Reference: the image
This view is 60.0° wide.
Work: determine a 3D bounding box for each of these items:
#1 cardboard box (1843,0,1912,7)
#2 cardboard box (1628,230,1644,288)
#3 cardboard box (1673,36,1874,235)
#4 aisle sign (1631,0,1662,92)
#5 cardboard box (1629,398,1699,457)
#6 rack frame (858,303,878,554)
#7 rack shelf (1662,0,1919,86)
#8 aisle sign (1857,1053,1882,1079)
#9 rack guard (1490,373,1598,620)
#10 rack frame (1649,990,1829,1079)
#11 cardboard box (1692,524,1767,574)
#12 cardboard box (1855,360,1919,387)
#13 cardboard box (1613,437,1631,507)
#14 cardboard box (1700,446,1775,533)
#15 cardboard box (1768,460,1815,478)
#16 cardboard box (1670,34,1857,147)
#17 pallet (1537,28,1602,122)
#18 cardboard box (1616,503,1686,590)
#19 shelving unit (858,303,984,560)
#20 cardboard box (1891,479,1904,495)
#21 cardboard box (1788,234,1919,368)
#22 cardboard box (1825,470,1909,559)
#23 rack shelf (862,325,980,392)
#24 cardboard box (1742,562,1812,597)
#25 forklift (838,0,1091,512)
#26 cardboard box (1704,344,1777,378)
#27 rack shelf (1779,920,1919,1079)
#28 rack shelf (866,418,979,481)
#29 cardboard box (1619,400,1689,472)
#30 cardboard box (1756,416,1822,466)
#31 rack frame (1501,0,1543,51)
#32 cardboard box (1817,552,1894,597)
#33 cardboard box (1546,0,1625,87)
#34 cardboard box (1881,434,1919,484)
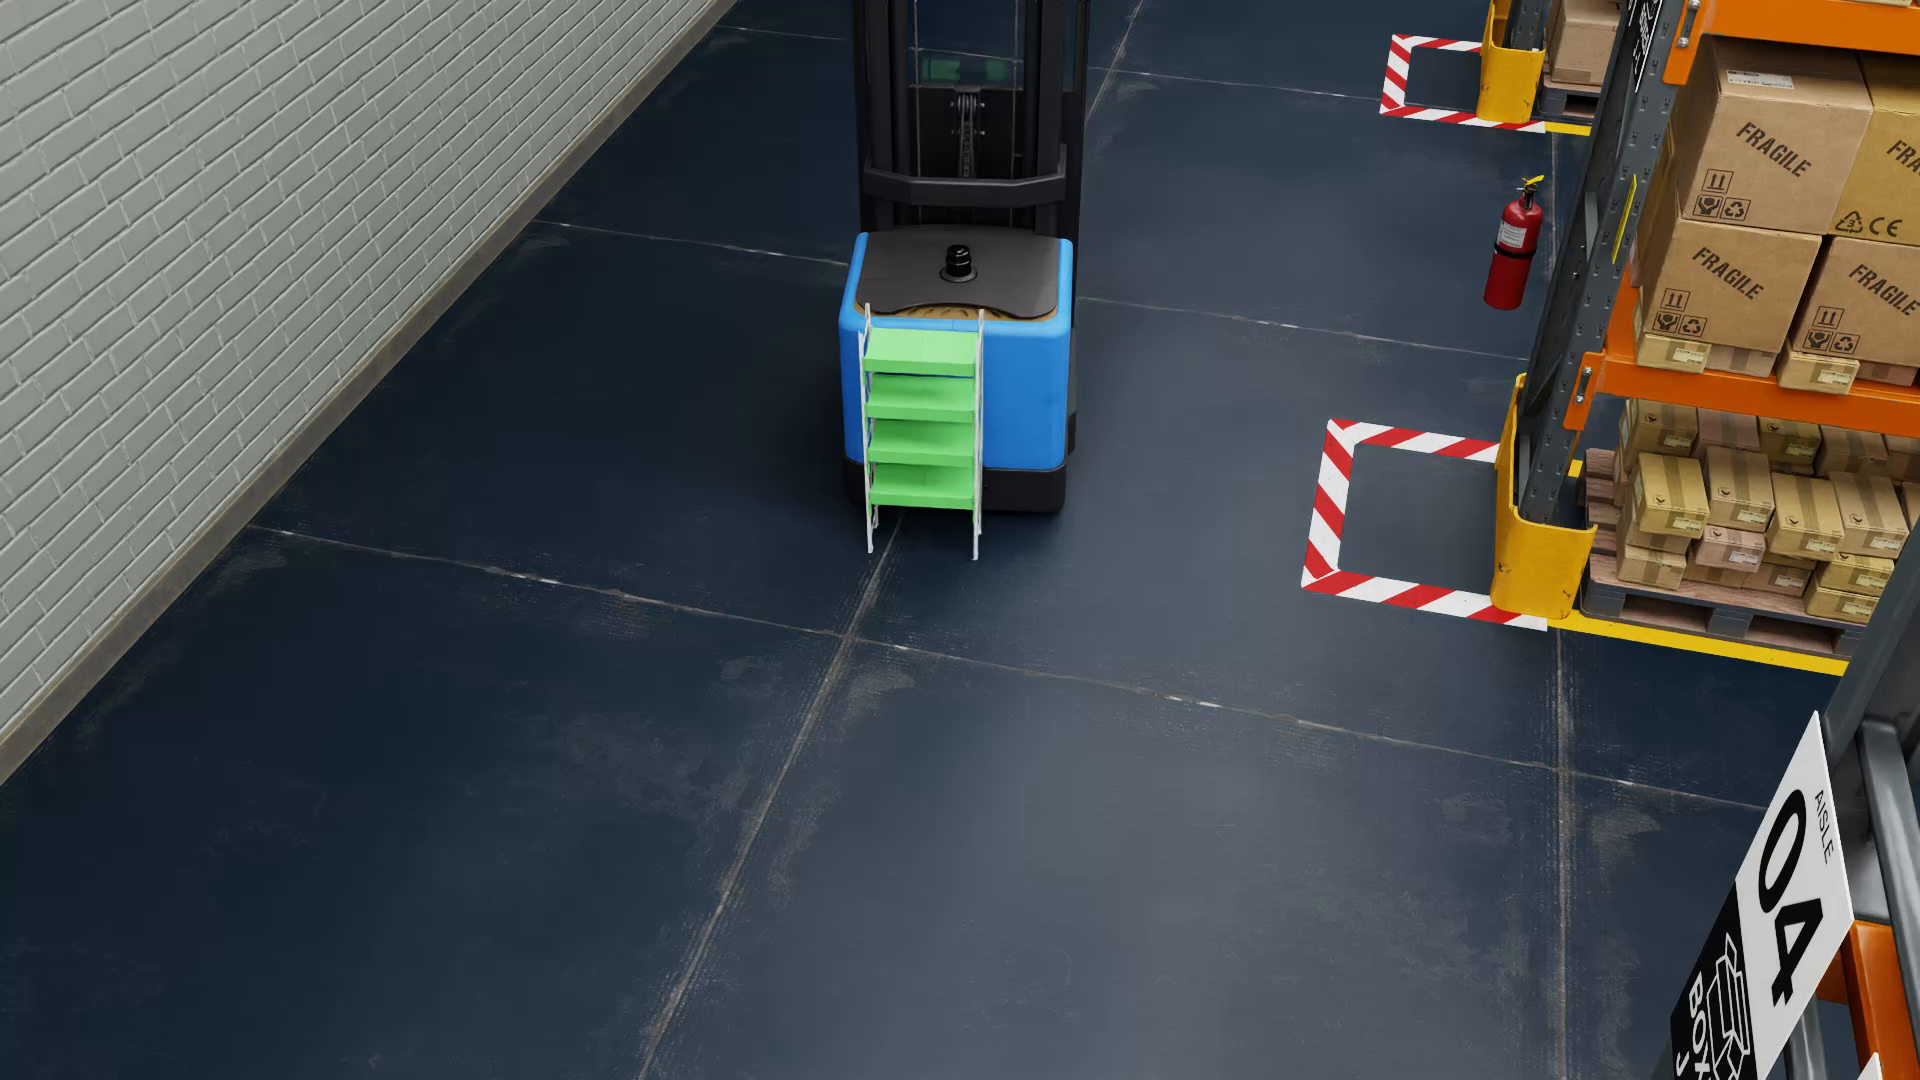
[{"bbox_3d":[2.965,-2.049,5.642,0.500,0.250,0.500,11,41,13],"label":"cardboard box"},{"bbox_3d":[2.986,-1.217,7.062,0.250,0.149,0.380,10,41,11],"label":"cardboard box"},{"bbox_3d":[2.963,-1.487,6.102,0.500,0.500,0.500,10,41,11],"label":"cardboard box"},{"bbox_3d":[2.450,-2.013,5.793,0.004,0.787,0.394,10,41,11],"label":"aisle sign"},{"bbox_3d":[3.175,-0.558,7.510,0.250,0.149,0.380,10,41,12],"label":"cardboard box"},{"bbox_3d":[-0.404,-0.472,7.379,0.015,1.200,0.240,3,40,4],"label":"rack frame"},{"bbox_3d":[4.530,-1.732,5.707,4.000,0.370,1.077,10,41,11],"label":"rack shelf"},{"bbox_3d":[1.071,1.052,2.144,0.004,0.787,0.394,10,41,11],"label":"aisle sign"},{"bbox_3d":[2.671,-0.222,7.625,0.348,0.500,1.175,10,41,11],"label":"rack guard"},{"bbox_3d":[1.218,1.873,3.188,0.127,3.000,1.000,10,41,11],"label":"rack frame"},{"bbox_3d":[3.287,-0.048,7.133,0.250,0.149,0.380,10,41,11],"label":"cardboard box"},{"bbox_3d":[3.614,-0.785,6.548,0.250,0.149,0.380,12,41,13],"label":"cardboard box"},{"bbox_3d":[3.160,-0.303,7.668,0.250,0.149,0.380,10,41,12],"label":"cardboard box"},{"bbox_3d":[3.313,-0.219,7.106,0.250,0.149,0.380,10,41,12],"label":"cardboard box"},{"bbox_3d":[3.684,-0.379,7.528,0.250,0.149,0.380,8,41,10],"label":"cardboard box"},{"bbox_3d":[3.104,-1.805,6.481,0.500,0.500,0.500,9,41,11],"label":"cardboard box"},{"bbox_3d":[4.572,-3.132,11.315,1.213,0.211,1.003,10,41,11],"label":"pallet"},{"bbox_3d":[3.021,0.025,7.278,0.250,0.149,0.380,11,41,12],"label":"cardboard box"},{"bbox_3d":[-0.161,-0.457,7.361,0.503,1.200,0.258,3,40,4],"label":"shelving unit"},{"bbox_3d":[4.187,-0.301,7.435,0.250,0.149,0.380,10,41,12],"label":"cardboard box"},{"bbox_3d":[3.483,-1.024,6.328,0.500,0.500,0.500,10,41,12],"label":"cardboard box"},{"bbox_3d":[3.785,-0.108,6.974,0.250,0.149,0.380,8,41,9],"label":"cardboard box"},{"bbox_3d":[-0.161,-0.776,7.094,0.480,0.148,0.258,3,40,4],"label":"rack shelf"},{"bbox_3d":[3.537,0.055,7.243,0.250,0.149,0.380,10,41,12],"label":"cardboard box"},{"bbox_3d":[0.066,-2.186,8.074,1.130,2.935,3.031,2,40,3],"label":"forklift"},{"bbox_3d":[3.082,-0.821,6.591,0.250,0.149,0.380,11,41,13],"label":"cardboard box"},{"bbox_3d":[3.150,1.332,2.058,4.000,0.370,1.077,10,41,11],"label":"rack shelf"},{"bbox_3d":[-0.161,-0.408,7.403,0.480,0.148,0.258,3,40,4],"label":"rack shelf"},{"bbox_3d":[3.181,-0.464,7.629,0.250,0.149,0.380,9,41,10],"label":"cardboard box"},{"bbox_3d":[3.685,-0.516,7.460,0.250,0.149,0.380,9,41,10],"label":"cardboard box"},{"bbox_3d":[3.780,-4.284,10.518,0.127,3.000,1.000,10,41,11],"label":"rack frame"},{"bbox_3d":[3.766,0.048,7.019,0.250,0.149,0.380,11,41,13],"label":"cardboard box"},{"bbox_3d":[4.443,-3.416,11.151,0.875,0.438,0.875,8,41,10],"label":"cardboard box"},{"bbox_3d":[4.193,-0.424,7.350,0.250,0.149,0.380,11,41,13],"label":"cardboard box"}]
